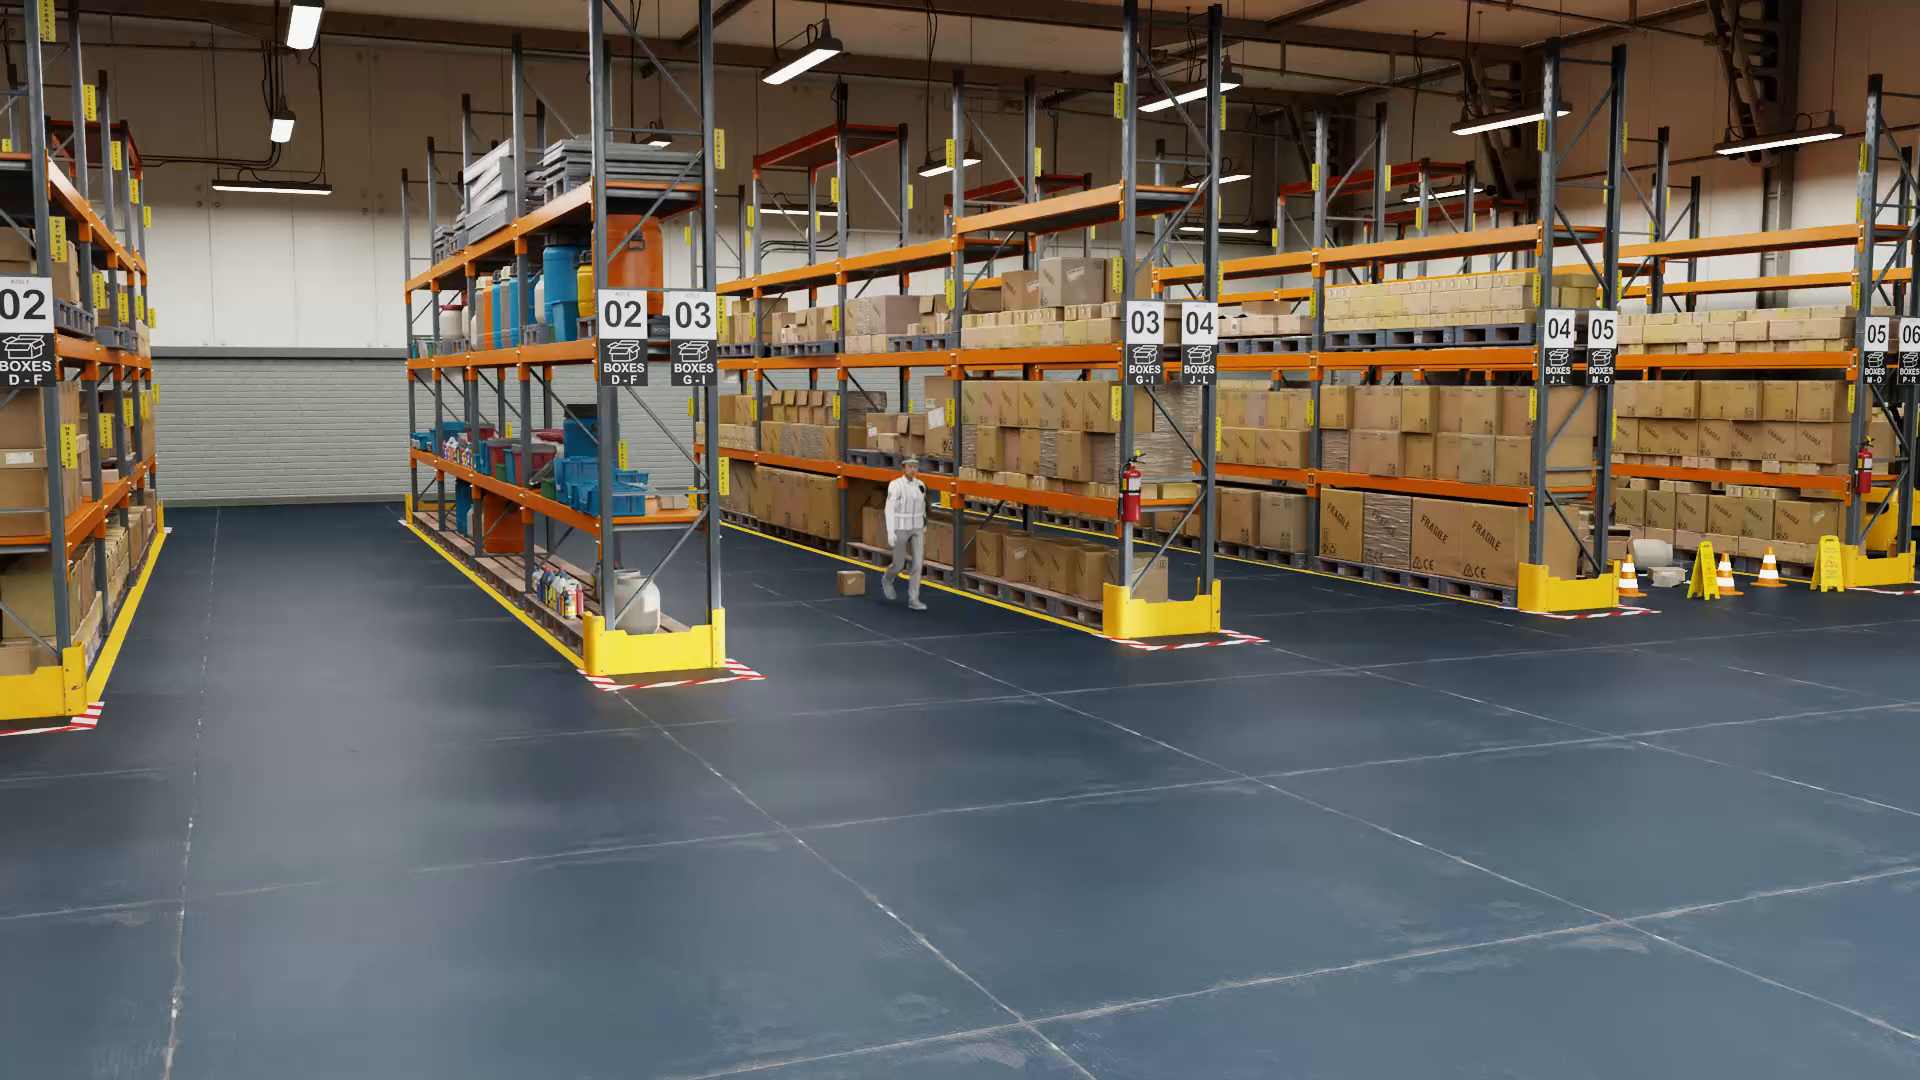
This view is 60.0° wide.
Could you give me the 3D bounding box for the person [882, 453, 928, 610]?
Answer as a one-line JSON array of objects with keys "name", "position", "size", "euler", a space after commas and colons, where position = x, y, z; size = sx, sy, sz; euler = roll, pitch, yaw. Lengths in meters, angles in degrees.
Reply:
[{"name": "person", "position": [-0.601, -0.110, 17.855], "size": [0.495, 1.662, 0.732], "euler": [-3, 6, -28]}]
